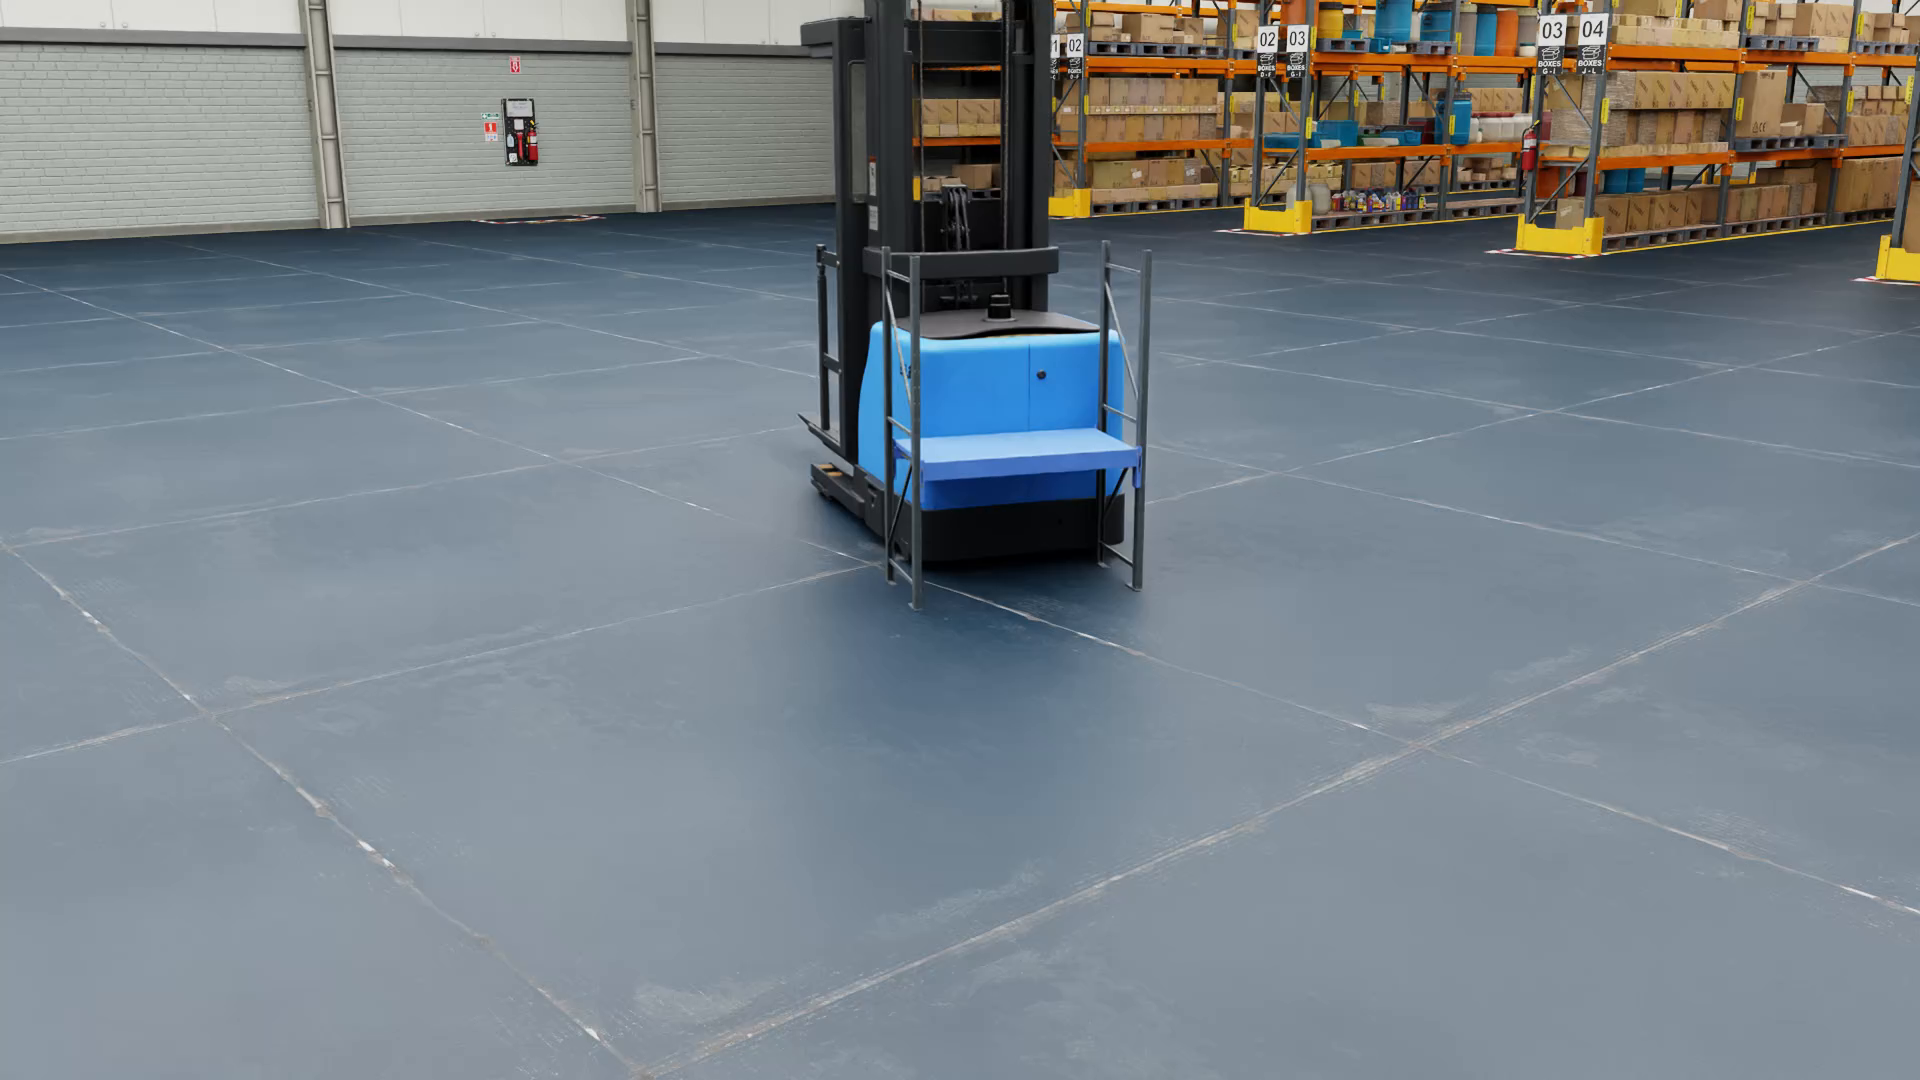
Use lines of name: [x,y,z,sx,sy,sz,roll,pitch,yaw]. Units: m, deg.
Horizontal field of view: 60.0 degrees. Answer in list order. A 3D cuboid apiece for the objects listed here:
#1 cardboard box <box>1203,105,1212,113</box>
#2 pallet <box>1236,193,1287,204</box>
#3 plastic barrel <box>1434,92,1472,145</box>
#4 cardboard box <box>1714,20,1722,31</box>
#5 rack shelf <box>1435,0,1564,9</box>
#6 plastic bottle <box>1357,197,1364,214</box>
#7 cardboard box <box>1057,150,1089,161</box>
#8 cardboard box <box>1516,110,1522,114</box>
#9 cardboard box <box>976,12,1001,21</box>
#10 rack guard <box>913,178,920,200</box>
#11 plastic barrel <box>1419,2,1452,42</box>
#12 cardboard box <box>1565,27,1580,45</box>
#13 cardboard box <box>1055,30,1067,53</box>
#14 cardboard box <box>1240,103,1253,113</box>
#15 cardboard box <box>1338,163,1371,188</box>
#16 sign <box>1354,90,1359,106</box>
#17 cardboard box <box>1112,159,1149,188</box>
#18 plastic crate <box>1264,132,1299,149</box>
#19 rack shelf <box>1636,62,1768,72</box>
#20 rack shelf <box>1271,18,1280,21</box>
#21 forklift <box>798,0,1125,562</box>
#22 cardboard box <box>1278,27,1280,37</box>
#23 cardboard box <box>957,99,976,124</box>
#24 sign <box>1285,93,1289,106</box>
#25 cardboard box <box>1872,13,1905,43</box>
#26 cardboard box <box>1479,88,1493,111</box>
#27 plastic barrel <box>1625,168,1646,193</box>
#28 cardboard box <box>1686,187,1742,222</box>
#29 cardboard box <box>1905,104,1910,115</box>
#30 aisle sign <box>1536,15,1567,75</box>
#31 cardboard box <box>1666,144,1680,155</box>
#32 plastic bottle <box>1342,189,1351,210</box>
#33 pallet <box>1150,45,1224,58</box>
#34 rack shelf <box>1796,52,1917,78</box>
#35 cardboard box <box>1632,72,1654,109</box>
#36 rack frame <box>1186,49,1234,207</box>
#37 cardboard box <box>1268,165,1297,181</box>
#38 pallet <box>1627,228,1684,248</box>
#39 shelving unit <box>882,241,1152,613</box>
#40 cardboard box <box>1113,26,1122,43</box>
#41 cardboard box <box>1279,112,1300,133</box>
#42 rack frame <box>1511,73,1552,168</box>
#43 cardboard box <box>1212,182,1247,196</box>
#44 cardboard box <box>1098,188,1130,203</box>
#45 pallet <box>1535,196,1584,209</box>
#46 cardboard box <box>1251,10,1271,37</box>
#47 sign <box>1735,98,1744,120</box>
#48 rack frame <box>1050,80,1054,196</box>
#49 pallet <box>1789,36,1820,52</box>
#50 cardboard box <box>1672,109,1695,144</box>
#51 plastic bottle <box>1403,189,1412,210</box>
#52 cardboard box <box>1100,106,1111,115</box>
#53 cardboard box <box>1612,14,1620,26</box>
cardboard box: [4.670,-8.361,32.287,0.250,0.149,0.380,-13,20,-41]
pallet: [6.374,-7.121,34.501,1.213,0.211,1.003,-13,19,-39]
plastic barrel: [8.662,-7.412,29.215,0.708,0.901,0.600,-13,19,-39]
cardboard box: [10.973,-7.570,24.485,0.250,0.149,0.380,-14,20,-42]
rack shelf: [12.466,-12.372,38.529,4.000,0.370,1.077,-13,19,-39]
plastic bottle: [6.726,-5.627,27.937,0.097,0.271,0.097,0,15,0]
cardboard box: [2.542,-8.662,37.406,0.500,0.250,0.500,-13,20,-41]
cardboard box: [13.047,-9.909,39.339,0.500,0.500,0.500,-12,19,-39]
cardboard box: [0.674,-10.759,34.735,0.500,0.500,0.500,-14,20,-41]
rack guard: [-1.292,-7.220,34.310,0.348,0.500,1.175,-13,19,-39]
plastic barrel: [8.413,-8.983,29.284,0.708,0.901,0.600,-13,19,-39]
cardboard box: [8.602,-7.029,23.232,0.500,0.250,0.500,-12,19,-38]
cardboard box: [2.133,-10.869,36.310,0.500,0.500,0.500,-9,18,-32]
cardboard box: [6.757,-10.350,40.376,0.500,0.500,0.500,-13,19,-39]
cardboard box: [8.471,-7.832,35.751,0.500,0.500,0.500,-12,19,-37]
sign: [8.307,-9.258,34.853,0.005,0.325,0.100,-13,19,-39]
cardboard box: [3.200,-6.907,31.358,0.500,0.500,0.500,-13,19,-39]
plastic crate: [5.335,-6.557,27.273,0.616,0.251,0.499,-13,19,-39]
rack shelf: [15.715,-9.959,35.303,4.000,0.370,1.077,-13,19,-39]
rack shelf: [9.212,-13.144,42.188,4.000,0.370,1.077,-13,19,-39]
forklift: [-0.184,-1.653,8.759,1.130,2.935,3.031,-5,16,-19]
cardboard box: [8.077,-12.601,41.631,0.500,0.500,0.500,-13,20,-40]
cardboard box: [-0.019,-8.904,34.572,0.500,0.500,0.500,-13,20,-41]
sign: [8.067,-10.864,41.021,0.005,0.325,0.100,-13,19,-39]
cardboard box: [15.967,-8.929,29.039,0.637,0.503,0.797,-13,20,-40]
cardboard box: [11.887,-10.127,38.221,0.500,0.500,0.500,-13,20,-41]
plastic barrel: [13.785,-7.619,34.213,0.708,0.901,0.600,-13,19,-39]
cardboard box: [11.900,-5.304,26.285,0.700,0.500,0.500,14,21,43]
cardboard box: [16.981,-7.978,30.166,0.637,0.503,0.797,-13,20,-41]
aisle sign: [8.161,-6.825,22.953,0.004,0.787,0.394,-13,19,-39]
cardboard box: [10.312,-5.733,24.387,0.250,0.149,0.380,-13,19,-39]
plastic bottle: [6.687,-5.905,28.824,0.185,0.351,0.144,-12,19,-37]
pallet: [4.296,-9.385,31.932,1.213,0.211,1.003,-13,19,-39]
rack shelf: [15.949,-8.317,29.156,4.000,0.370,1.077,-13,19,-39]
cardboard box: [9.381,-6.320,23.390,0.500,0.500,0.500,-13,19,-39]
rack frame: [4.923,-8.128,32.868,0.127,3.000,1.000,-13,19,-39]
cardboard box: [6.557,-7.556,34.153,0.500,0.311,0.500,-12,19,-38]
pallet: [10.018,-4.524,24.776,1.213,0.211,1.003,-13,19,-39]
shelving unit: [0.236,-0.517,7.278,1.048,1.500,0.538,-5,16,-17]
cardboard box: [3.020,-9.468,31.158,0.500,0.311,0.500,-10,18,-33]
cardboard box: [6.685,-8.567,34.316,0.500,0.500,0.500,-14,20,-42]
rack frame: [13.975,-10.161,40.478,0.127,3.000,1.000,-13,19,-39]
cardboard box: [5.390,-7.023,33.244,0.500,0.250,0.500,-13,20,-41]
cardboard box: [2.830,-6.458,31.129,0.500,0.250,0.500,-13,19,-39]
pallet: [11.756,-6.635,32.682,1.213,0.211,1.003,-13,19,-39]
cardboard box: [5.828,-10.268,33.090,0.500,0.500,0.500,-10,18,-34]
sign: [11.785,-6.513,25.143,0.005,0.325,0.100,-13,19,-39]
rack frame: [1.668,-9.092,36.476,0.127,3.000,1.000,-13,19,-39]
pallet: [12.739,-7.818,26.256,1.003,0.211,1.213,-13,19,-39]
cardboard box: [10.331,-6.145,24.672,0.500,0.500,0.875,-13,19,-39]
plastic bottle: [7.730,-5.898,28.800,0.185,0.351,0.144,-14,20,-42]
cardboard box: [2.540,-7.882,30.496,0.250,0.149,0.380,-13,20,-41]
cardboard box: [8.765,-7.093,22.696,0.250,0.149,0.380,-13,20,-40]
